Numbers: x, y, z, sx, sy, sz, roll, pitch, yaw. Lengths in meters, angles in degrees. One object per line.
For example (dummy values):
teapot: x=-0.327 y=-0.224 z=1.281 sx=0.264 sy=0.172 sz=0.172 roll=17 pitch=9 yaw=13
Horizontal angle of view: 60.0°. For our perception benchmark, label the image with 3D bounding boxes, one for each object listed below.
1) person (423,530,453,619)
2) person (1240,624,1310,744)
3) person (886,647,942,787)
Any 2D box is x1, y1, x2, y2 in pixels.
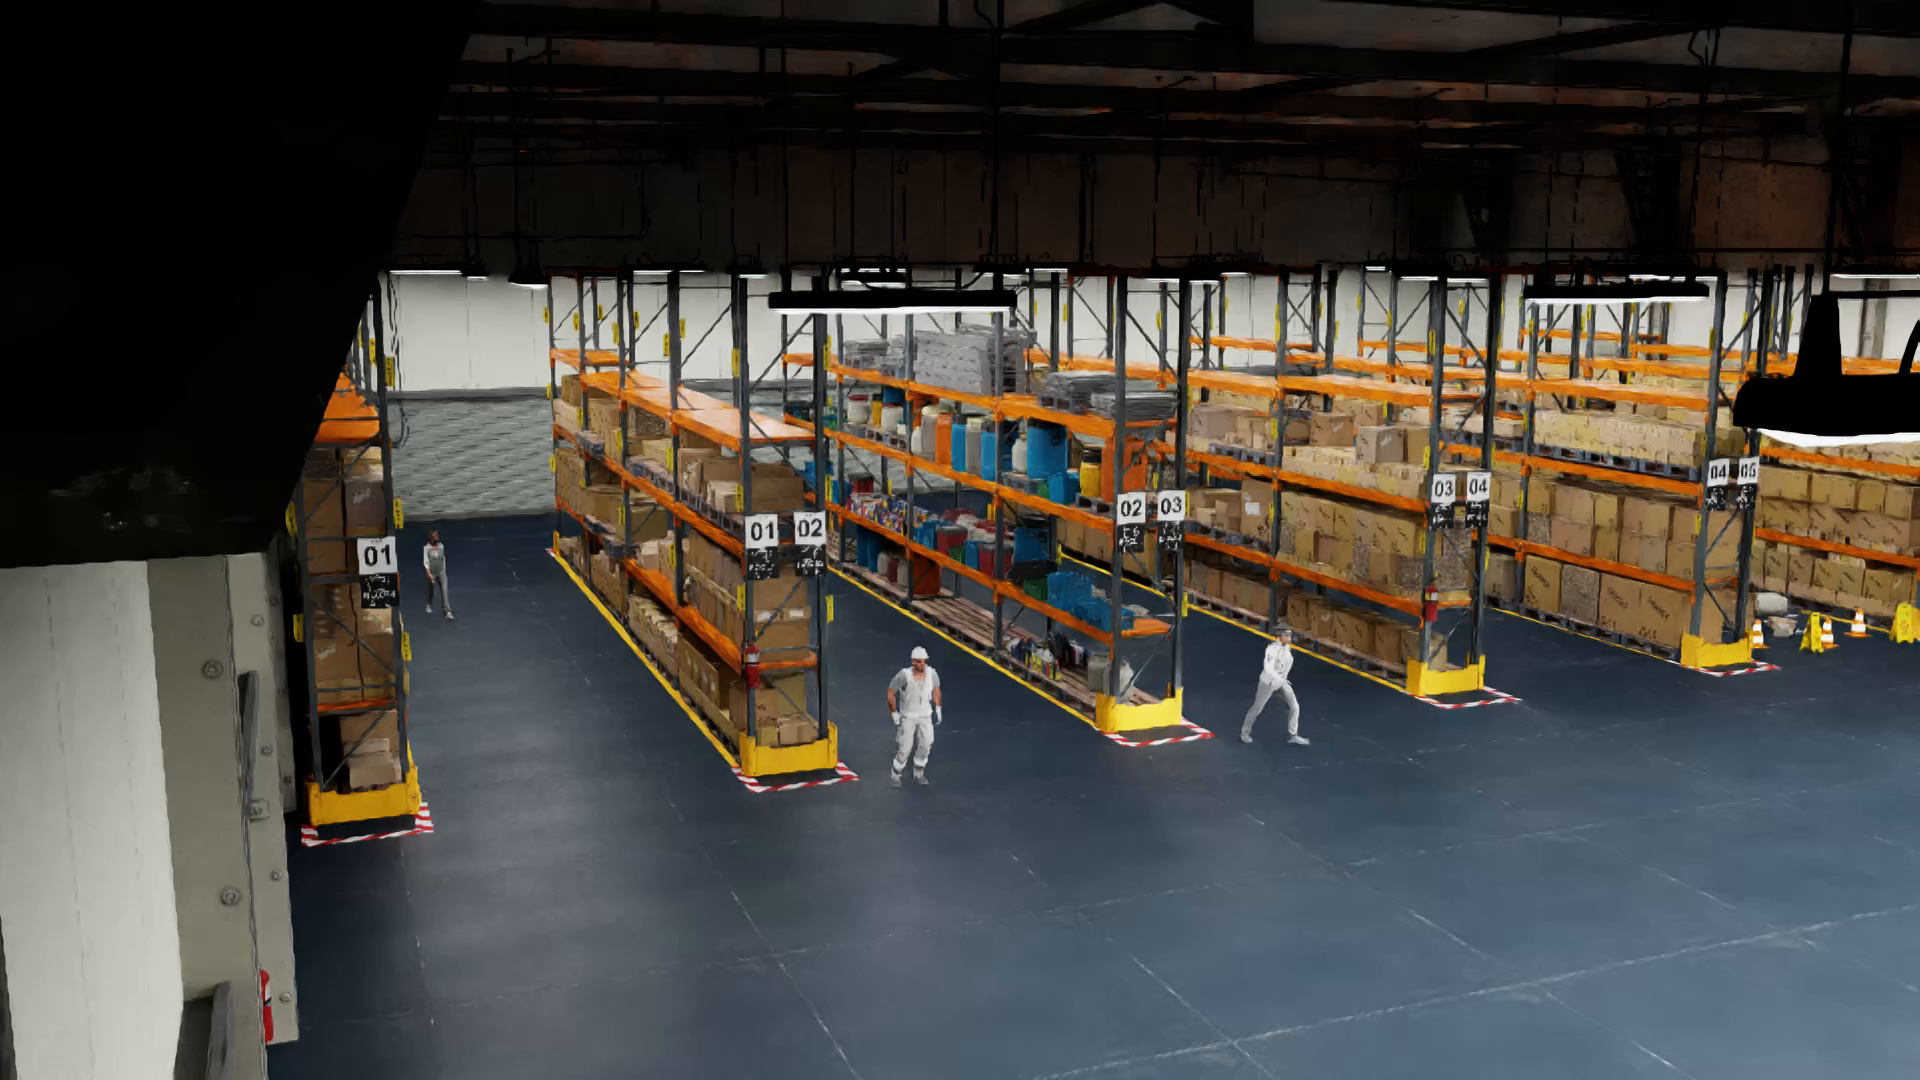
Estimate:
person: x=-9.103 y=0.578 z=28.832 sx=0.412 sy=1.533 sz=0.955 roll=-6 pitch=11 yaw=-29
person: x=4.045 y=1.834 z=21.435 sx=0.630 sy=1.608 sz=0.811 roll=-8 pitch=13 yaw=-38
person: x=-0.530 y=2.090 z=19.697 sx=0.677 sy=1.742 sz=0.552 roll=-4 pitch=11 yaw=-23
